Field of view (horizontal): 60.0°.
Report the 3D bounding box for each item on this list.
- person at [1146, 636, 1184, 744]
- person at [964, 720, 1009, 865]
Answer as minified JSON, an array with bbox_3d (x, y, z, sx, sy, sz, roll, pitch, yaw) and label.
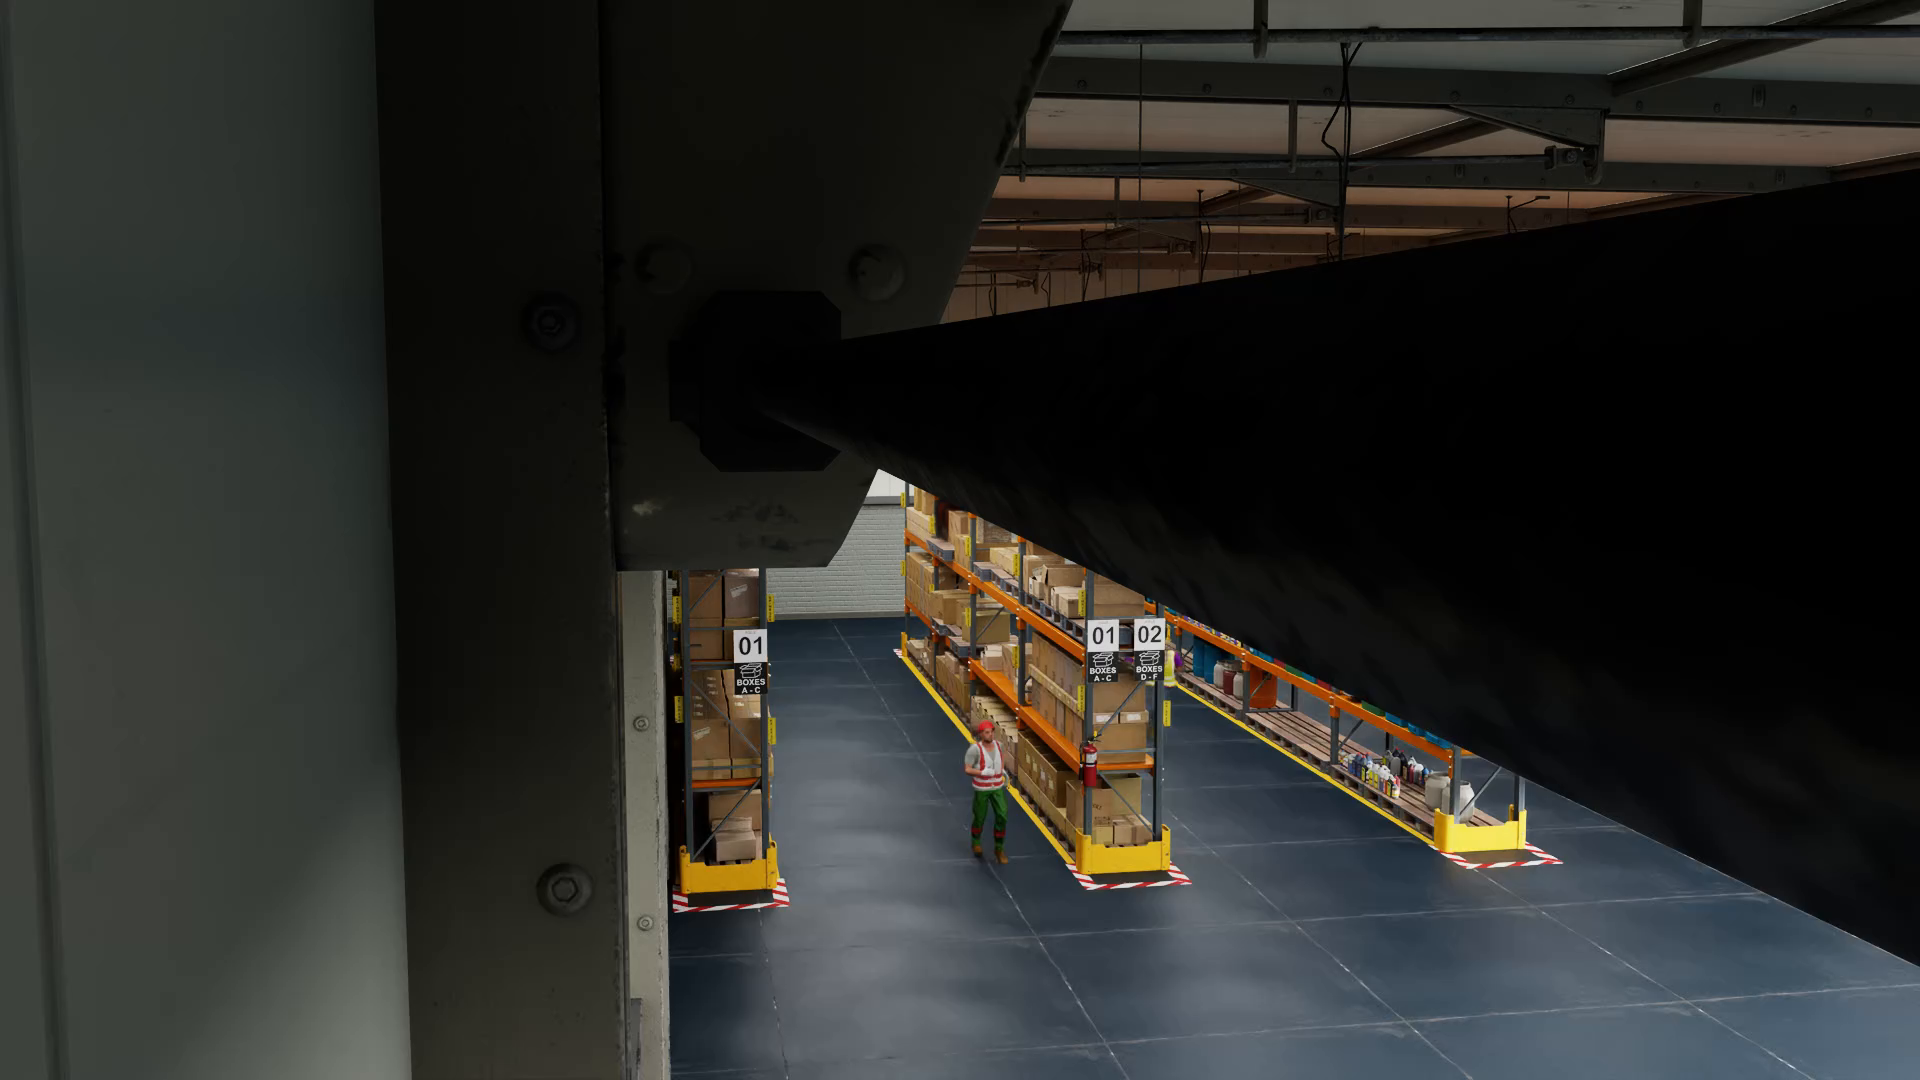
[{"bbox_3d":[3.475,2.526,28.359,0.664,1.833,0.783,-1,6,-14],"label":"person"},{"bbox_3d":[0.351,3.231,21.336,0.665,1.858,0.726,-3,6,-23],"label":"person"}]
